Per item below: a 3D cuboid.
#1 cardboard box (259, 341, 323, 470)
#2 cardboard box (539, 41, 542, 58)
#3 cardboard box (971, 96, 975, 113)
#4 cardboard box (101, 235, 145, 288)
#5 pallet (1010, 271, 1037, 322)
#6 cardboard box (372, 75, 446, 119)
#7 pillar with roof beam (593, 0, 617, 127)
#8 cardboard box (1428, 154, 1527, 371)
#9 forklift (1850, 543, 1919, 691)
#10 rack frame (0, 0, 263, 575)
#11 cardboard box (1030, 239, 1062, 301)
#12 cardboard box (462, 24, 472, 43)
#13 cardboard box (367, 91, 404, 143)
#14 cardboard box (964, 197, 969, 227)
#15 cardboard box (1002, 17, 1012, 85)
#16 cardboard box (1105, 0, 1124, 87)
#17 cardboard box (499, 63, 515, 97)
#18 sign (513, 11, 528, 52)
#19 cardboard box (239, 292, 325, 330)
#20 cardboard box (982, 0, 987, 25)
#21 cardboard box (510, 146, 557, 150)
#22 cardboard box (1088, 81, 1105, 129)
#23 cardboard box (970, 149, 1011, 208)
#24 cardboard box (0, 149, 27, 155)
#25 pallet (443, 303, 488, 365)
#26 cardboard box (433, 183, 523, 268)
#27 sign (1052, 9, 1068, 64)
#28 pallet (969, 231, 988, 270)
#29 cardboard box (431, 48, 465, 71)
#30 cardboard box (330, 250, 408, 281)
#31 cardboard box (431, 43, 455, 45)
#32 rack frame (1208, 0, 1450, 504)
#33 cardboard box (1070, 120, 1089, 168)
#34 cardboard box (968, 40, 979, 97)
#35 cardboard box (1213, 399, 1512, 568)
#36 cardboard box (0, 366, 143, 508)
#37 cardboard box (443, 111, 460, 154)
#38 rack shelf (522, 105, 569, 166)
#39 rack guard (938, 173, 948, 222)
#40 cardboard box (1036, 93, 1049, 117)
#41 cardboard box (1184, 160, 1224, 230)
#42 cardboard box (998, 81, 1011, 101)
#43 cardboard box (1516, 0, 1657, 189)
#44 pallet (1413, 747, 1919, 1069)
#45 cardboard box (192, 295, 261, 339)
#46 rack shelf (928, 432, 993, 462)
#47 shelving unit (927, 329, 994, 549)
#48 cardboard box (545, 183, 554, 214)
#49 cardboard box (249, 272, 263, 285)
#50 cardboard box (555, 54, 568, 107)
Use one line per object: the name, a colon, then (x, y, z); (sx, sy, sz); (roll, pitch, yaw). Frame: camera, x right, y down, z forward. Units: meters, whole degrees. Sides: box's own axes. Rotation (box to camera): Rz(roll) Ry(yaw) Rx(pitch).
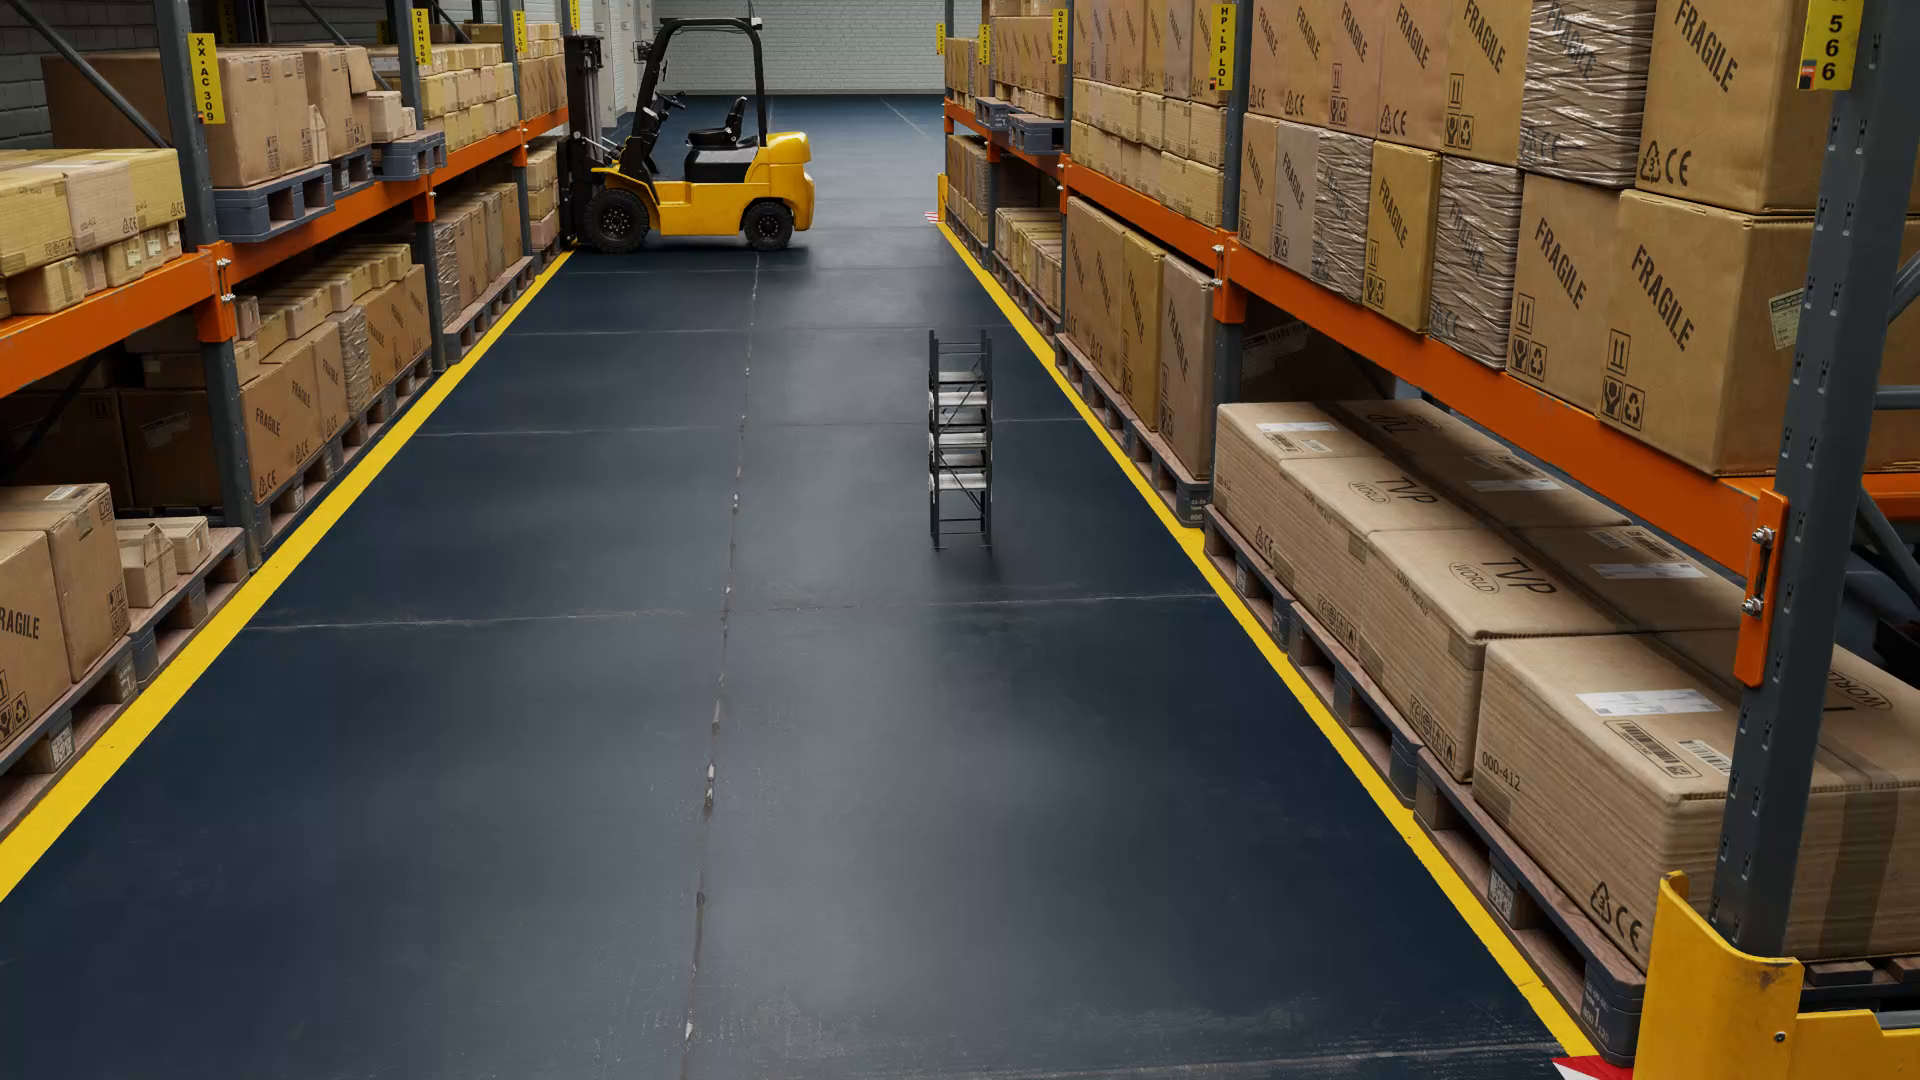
cardboard box: (-3.251, -0.610, 7.583); (0.500, 0.500, 0.500); (-2, 18, -6)
cardboard box: (-4.060, -4.519, 15.312); (0.380, 0.149, 0.250); (-2, 18, -7)
cardboard box: (0.307, -4.100, 15.647); (0.380, 0.149, 0.250); (-2, 18, -6)
cardboard box: (-2.977, -0.932, 5.557); (0.380, 0.149, 0.250); (-1, 17, -4)
pallet: (0.962, -1.904, 12.889); (1.003, 0.211, 1.213); (-2, 18, -6)
cardboard box: (-3.551, -2.792, 10.478); (0.500, 0.250, 0.500); (-2, 18, -6)
pillar with roof beam: (-2.997, -12.991, 33.532); (9.100, 9.000, 0.400); (-2, 18, -6)
cardboard box: (1.577, -0.741, 4.364); (0.500, 0.500, 0.500); (-1, 17, -4)
forklift: (3.731, -0.860, 5.024); (1.130, 2.935, 3.031); (1, 17, 4)
rack frame: (-3.360, -1.293, 6.286); (1.000, 3.000, 0.127); (-2, 18, -6)
cardboard box: (1.032, -1.974, 12.142); (0.950, 0.372, 0.625); (-2, 18, -7)
cardboard box: (-4.057, -4.354, 14.291); (0.380, 0.149, 0.250); (-2, 17, -5)
cardboard box: (-3.342, -2.309, 9.073); (0.500, 0.250, 0.500); (-3, 18, -8)
cardboard box: (0.310, -3.197, 16.241); (0.500, 0.250, 0.500); (-2, 17, -5)
cardboard box: (0.604, -3.775, 12.829); (0.500, 0.500, 0.500); (-2, 18, -6)
cardboard box: (1.070, -2.707, 8.955); (0.500, 0.500, 0.500); (-1, 17, -4)
cardboard box: (-3.880, -3.705, 13.385); (0.500, 0.250, 0.500); (-2, 18, -7)
sign: (-3.647, -4.210, 13.779); (0.100, 0.325, 0.005); (-2, 18, -6)
cardboard box: (-3.330, -1.112, 8.100); (0.380, 0.149, 0.250); (-1, 17, -4)
cardboard box: (0.609, -5.543, 17.494); (0.700, 0.500, 0.500); (-2, 18, -7)
cardboard box: (-4.075, -3.653, 16.024); (0.500, 0.250, 0.500); (-2, 18, -7)
cardboard box: (1.023, -2.493, 9.526); (0.500, 0.250, 0.500); (-1, 17, -4)
cardboard box: (0.369, -3.396, 15.625); (0.500, 0.500, 0.500); (-1, 17, -5)
cardboard box: (-3.578, -1.207, 5.768); (0.500, 0.250, 0.500); (-2, 18, -6)
pallet: (-3.819, -1.400, 11.285); (1.003, 0.211, 1.213); (-2, 18, -6)
cardboard box: (-4.120, -2.588, 13.677); (0.875, 0.625, 0.625); (-1, 17, -3)
sign: (0.625, -3.134, 10.350); (0.100, 0.325, 0.005); (-2, 18, -6)
pallet: (0.647, -2.699, 15.422); (1.003, 0.211, 1.213); (-2, 18, -6)
cardboard box: (-3.656, -3.330, 11.526); (0.380, 0.149, 0.250); (-1, 17, -4)
cardboard box: (-3.411, -1.582, 9.597); (0.380, 0.149, 0.250); (-3, 18, -9)
cardboard box: (-4.474, -4.121, 14.046); (0.380, 0.149, 0.250); (-2, 18, -6)
rack frame: (1.577, -1.447, 6.778); (1.000, 3.000, 0.127); (-2, 18, -6)
cardboard box: (0.964, -2.414, 10.108); (0.500, 0.250, 0.500); (-2, 18, -7)
cardboard box: (0.340, -4.452, 15.688); (0.500, 0.500, 0.500); (-1, 17, -4)
cardboard box: (1.535, -0.235, 6.493); (0.875, 0.438, 0.875); (-2, 18, -6)
cardboard box: (-3.705, -0.437, 7.035); (0.500, 0.500, 0.500); (-2, 18, -6)
cardboard box: (-3.622, -2.702, 11.028); (0.500, 0.250, 0.500); (-2, 18, -7)
rack shelf: (-4.392, -3.929, 15.884); (1.077, 0.370, 4.000); (-2, 18, -6)
rack guard: (0.347, -3.807, 18.469); (1.175, 0.500, 0.348); (-2, 18, -6)
cardboard box: (0.726, -2.961, 11.319); (0.380, 0.149, 0.250); (-2, 18, -6)
cardboard box: (1.280, -1.501, 7.202); (0.500, 0.250, 0.500); (-2, 18, -7)
cardboard box: (0.511, -3.662, 13.552); (0.380, 0.149, 0.250); (-1, 17, -5)
cardboard box: (1.620, -1.071, 3.745); (0.500, 0.500, 0.500); (-2, 18, -5)
pallet: (1.829, 0.839, 4.151); (1.003, 0.211, 1.213); (-2, 18, -6)
cardboard box: (-3.207, -0.943, 7.065); (0.380, 0.149, 0.250); (-3, 18, -8)
rack shelf: (0.001, -0.395, 7.045); (0.258, 0.077, 0.200); (-2, 18, -6)
shelving unit: (0.001, -0.427, 7.035); (0.258, 0.900, 0.210); (-2, 18, -6)
cardboard box: (-3.982, -3.107, 15.120); (0.500, 0.250, 0.500); (-2, 18, -6)
cardboard box: (-3.912, -1.325, 8.778); (0.380, 0.149, 0.250); (-2, 18, -7)
cardboard box: (-4.242, -4.622, 16.725); (0.500, 0.500, 0.500); (-1, 17, -4)
